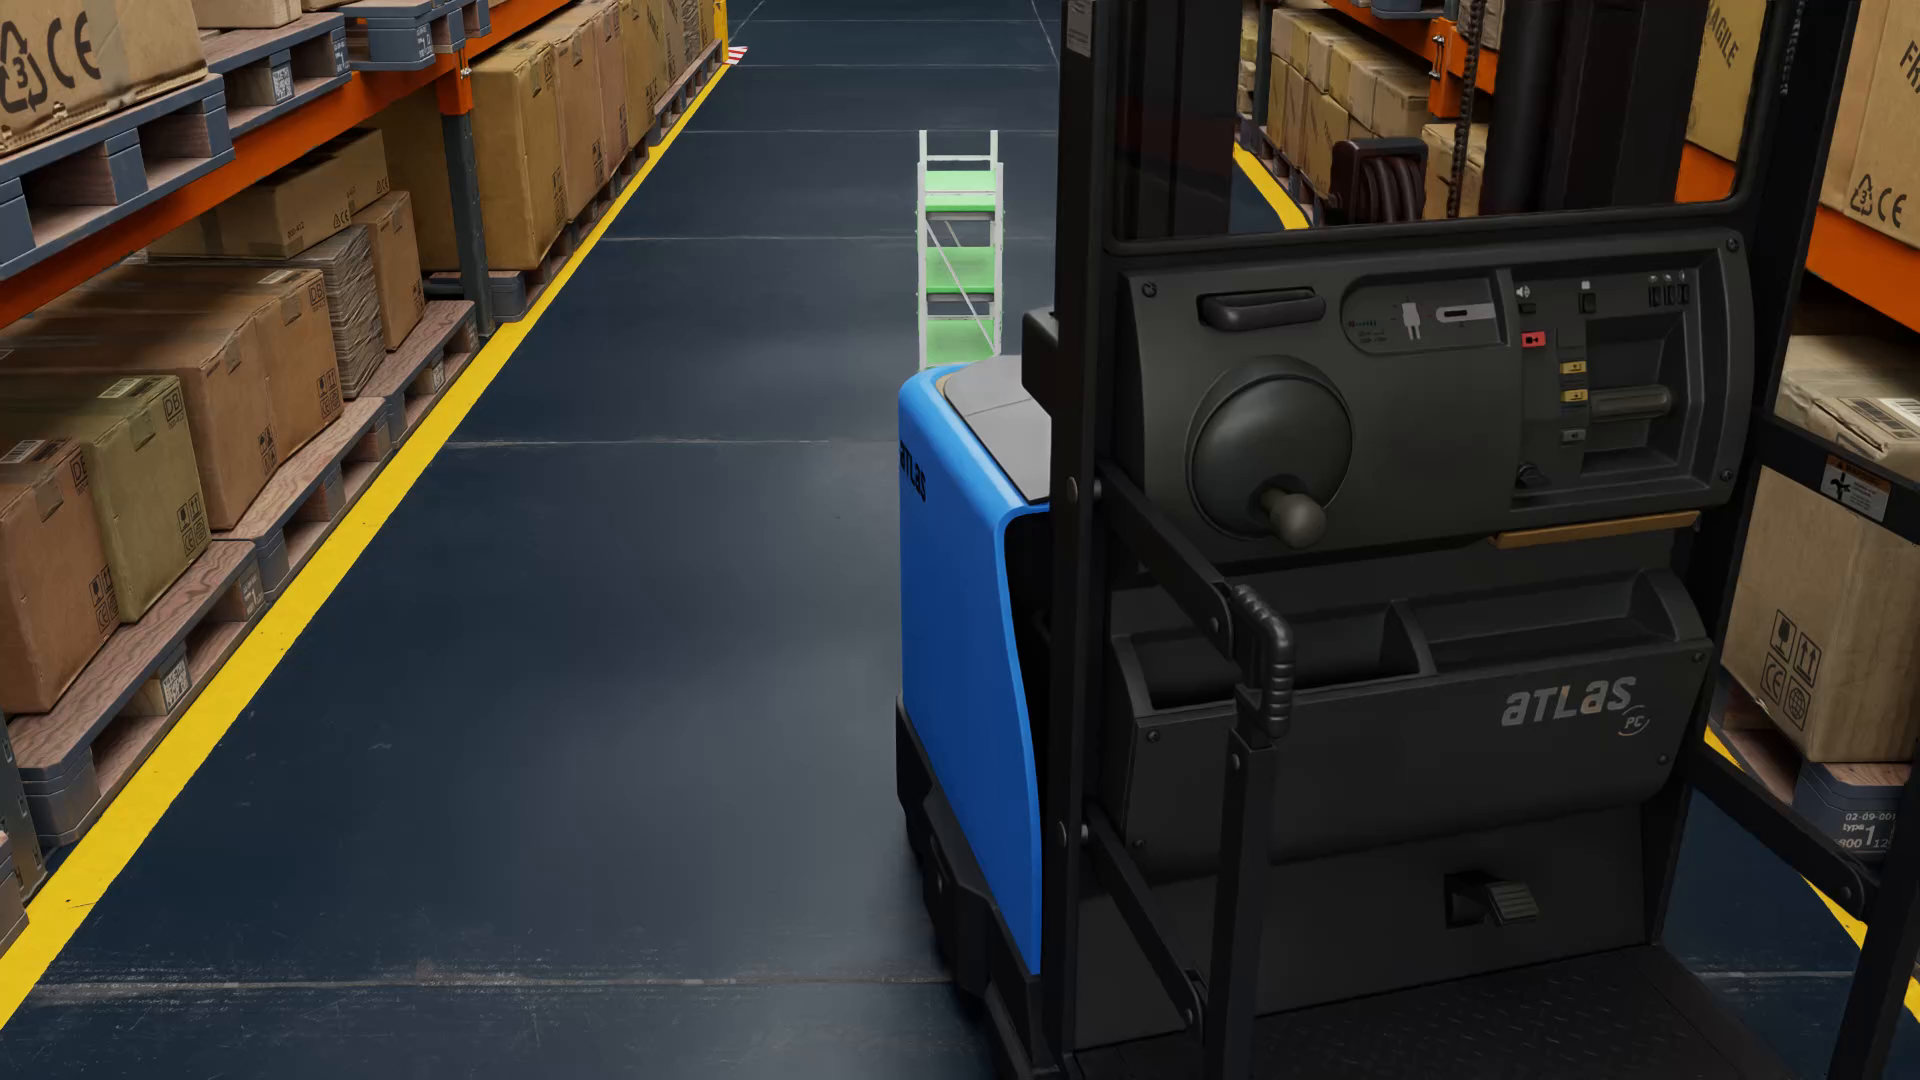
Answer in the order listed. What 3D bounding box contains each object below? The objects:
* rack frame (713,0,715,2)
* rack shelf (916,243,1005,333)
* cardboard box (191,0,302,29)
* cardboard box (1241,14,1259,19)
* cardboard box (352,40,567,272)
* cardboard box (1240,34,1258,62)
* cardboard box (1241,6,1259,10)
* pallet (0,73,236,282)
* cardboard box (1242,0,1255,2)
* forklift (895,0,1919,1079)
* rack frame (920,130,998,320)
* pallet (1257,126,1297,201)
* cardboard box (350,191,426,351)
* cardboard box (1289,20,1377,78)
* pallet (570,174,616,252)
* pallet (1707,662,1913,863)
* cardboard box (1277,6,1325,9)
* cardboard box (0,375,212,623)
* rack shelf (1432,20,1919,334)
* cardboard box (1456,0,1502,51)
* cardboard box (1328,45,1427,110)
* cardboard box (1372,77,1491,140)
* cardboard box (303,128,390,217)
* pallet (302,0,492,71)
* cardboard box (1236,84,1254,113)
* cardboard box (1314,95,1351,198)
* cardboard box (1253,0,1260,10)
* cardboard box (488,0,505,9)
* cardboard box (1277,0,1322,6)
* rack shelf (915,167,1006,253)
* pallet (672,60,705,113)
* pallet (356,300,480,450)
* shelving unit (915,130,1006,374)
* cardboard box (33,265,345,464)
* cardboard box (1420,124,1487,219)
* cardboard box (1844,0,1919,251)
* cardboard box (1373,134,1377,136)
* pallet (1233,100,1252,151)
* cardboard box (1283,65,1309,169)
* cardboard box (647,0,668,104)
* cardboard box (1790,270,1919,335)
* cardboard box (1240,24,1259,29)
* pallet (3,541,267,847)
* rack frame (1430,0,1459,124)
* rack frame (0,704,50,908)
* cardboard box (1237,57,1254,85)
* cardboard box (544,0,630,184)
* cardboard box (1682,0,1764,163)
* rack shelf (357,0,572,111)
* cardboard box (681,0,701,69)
[{"bbox_3d":[-2.614,-5.548,13.877,1.000,3.000,0.127,0,24,-1],"label":"rack frame"},{"bbox_3d":[-0.002,-0.775,5.081,0.258,0.148,0.480,0,24,-1],"label":"rack shelf"},{"bbox_3d":[-2.239,-1.696,5.012,0.396,0.266,0.258,-1,24,-2],"label":"cardboard box"},{"bbox_3d":[2.038,-3.726,12.077,0.380,0.149,0.250,-1,24,-2],"label":"cardboard box"},{"bbox_3d":[-2.514,-1.759,7.568,1.225,0.875,0.875,-1,24,-3],"label":"cardboard box"},{"bbox_3d":[2.084,-3.294,11.122,0.380,0.149,0.250,0,24,0],"label":"cardboard box"},{"bbox_3d":[2.047,-3.932,12.532,0.380,0.149,0.250,0,24,0],"label":"cardboard box"},{"bbox_3d":[-2.346,-0.831,3.681,1.003,0.211,1.213,0,24,-1],"label":"pallet"},{"bbox_3d":[2.096,-4.155,13.025,0.380,0.149,0.250,-1,24,-3],"label":"cardboard box"},{"bbox_3d":[0.734,-0.180,2.092,1.130,2.935,3.031,-6,25,-14],"label":"forklift"},{"bbox_3d":[-0.004,-0.715,5.376,0.240,1.200,0.015,0,24,-1],"label":"rack frame"},{"bbox_3d":[2.400,-2.289,10.055,1.003,0.211,1.213,0,24,-1],"label":"pallet"},{"bbox_3d":[-2.500,-1.037,6.402,0.700,0.500,0.500,-2,24,-3],"label":"cardboard box"},{"bbox_3d":[2.142,-2.749,9.302,0.500,0.250,0.500,0,24,1],"label":"cardboard box"},{"bbox_3d":[-2.471,-1.807,8.990,1.003,0.211,1.213,0,24,-1],"label":"pallet"},{"bbox_3d":[2.394,0.369,4.178,1.003,0.211,1.213,0,24,-1],"label":"pallet"},{"bbox_3d":[2.571,-3.938,12.546,0.380,0.149,0.250,-1,24,-2],"label":"cardboard box"},{"bbox_3d":[-2.455,-0.114,4.362,0.700,0.500,0.500,0,24,-1],"label":"cardboard box"},{"bbox_3d":[2.456,-1.080,4.871,1.077,0.370,4.000,0,24,-1],"label":"rack shelf"},{"bbox_3d":[2.169,-2.091,6.113,0.500,0.500,0.500,0,24,0],"label":"cardboard box"},{"bbox_3d":[2.158,-2.324,8.363,0.500,0.250,0.500,0,24,1],"label":"cardboard box"},{"bbox_3d":[2.164,-1.907,7.440,0.500,0.250,0.500,-1,24,-2],"label":"cardboard box"},{"bbox_3d":[-2.490,-1.379,6.248,0.500,0.250,0.500,1,24,2],"label":"cardboard box"},{"bbox_3d":[-2.413,-1.871,5.979,1.213,0.211,1.003,0,24,-1],"label":"pallet"},{"bbox_3d":[2.045,-2.933,11.044,0.380,0.149,0.250,0,24,0],"label":"cardboard box"},{"bbox_3d":[2.141,-1.986,8.525,0.500,0.500,0.500,-1,24,-3],"label":"cardboard box"},{"bbox_3d":[2.551,-4.371,13.503,0.380,0.149,0.250,0,24,0],"label":"cardboard box"},{"bbox_3d":[-2.260,-2.498,7.013,0.500,0.500,0.500,0,24,1],"label":"cardboard box"},{"bbox_3d":[2.620,-4.158,13.032,0.380,0.149,0.250,-1,24,-3],"label":"cardboard box"},{"bbox_3d":[-0.002,-0.994,4.982,0.258,0.148,0.480,0,24,-1],"label":"rack shelf"},{"bbox_3d":[-2.517,-3.447,12.615,1.003,0.211,1.213,0,24,-1],"label":"pallet"},{"bbox_3d":[-2.520,-0.659,6.450,1.003,0.211,1.213,0,24,-1],"label":"pallet"},{"bbox_3d":[-0.002,-0.615,5.154,0.258,1.200,0.503,0,24,-1],"label":"shelving unit"},{"bbox_3d":[-2.468,-0.575,5.380,0.700,0.500,0.500,2,24,4],"label":"cardboard box"},{"bbox_3d":[2.350,-1.147,6.366,1.050,0.750,0.750,-1,24,-1],"label":"cardboard box"},{"bbox_3d":[2.204,-0.843,3.353,0.500,0.500,0.500,0,24,-1],"label":"cardboard box"},{"bbox_3d":[2.165,-1.554,7.571,0.500,0.500,0.500,0,24,-1],"label":"cardboard box"},{"bbox_3d":[2.347,-2.886,11.376,1.003,0.211,1.213,0,24,-1],"label":"pallet"},{"bbox_3d":[2.140,-2.409,9.460,0.500,0.500,0.500,1,24,2],"label":"cardboard box"},{"bbox_3d":[-2.498,-3.395,11.186,0.875,0.875,0.875,0,24,-1],"label":"cardboard box"},{"bbox_3d":[2.374,-0.403,4.721,1.050,0.750,0.750,0,24,-1],"label":"cardboard box"},{"bbox_3d":[2.149,-3.504,11.586,0.380,0.149,0.250,1,24,1],"label":"cardboard box"},{"bbox_3d":[-2.493,0.347,4.227,1.003,0.211,1.213,0,24,-1],"label":"pallet"},{"bbox_3d":[2.434,-2.232,6.545,1.000,3.000,0.127,0,24,-1],"label":"rack frame"},{"bbox_3d":[-2.483,-0.603,2.943,1.000,3.000,0.127,0,24,-1],"label":"rack frame"},{"bbox_3d":[2.053,-3.148,11.159,0.380,0.149,0.250,-1,24,-3],"label":"cardboard box"},{"bbox_3d":[-2.533,-2.491,9.186,1.225,0.875,0.875,-1,24,-2],"label":"cardboard box"},{"bbox_3d":[2.193,-1.260,4.274,0.500,0.500,0.500,0,24,0],"label":"cardboard box"},{"bbox_3d":[-2.549,-2.748,8.558,1.077,0.370,4.000,0,24,-1],"label":"rack shelf"},{"bbox_3d":[-2.517,-4.133,12.816,0.875,0.875,0.875,0,24,-1],"label":"cardboard box"}]
